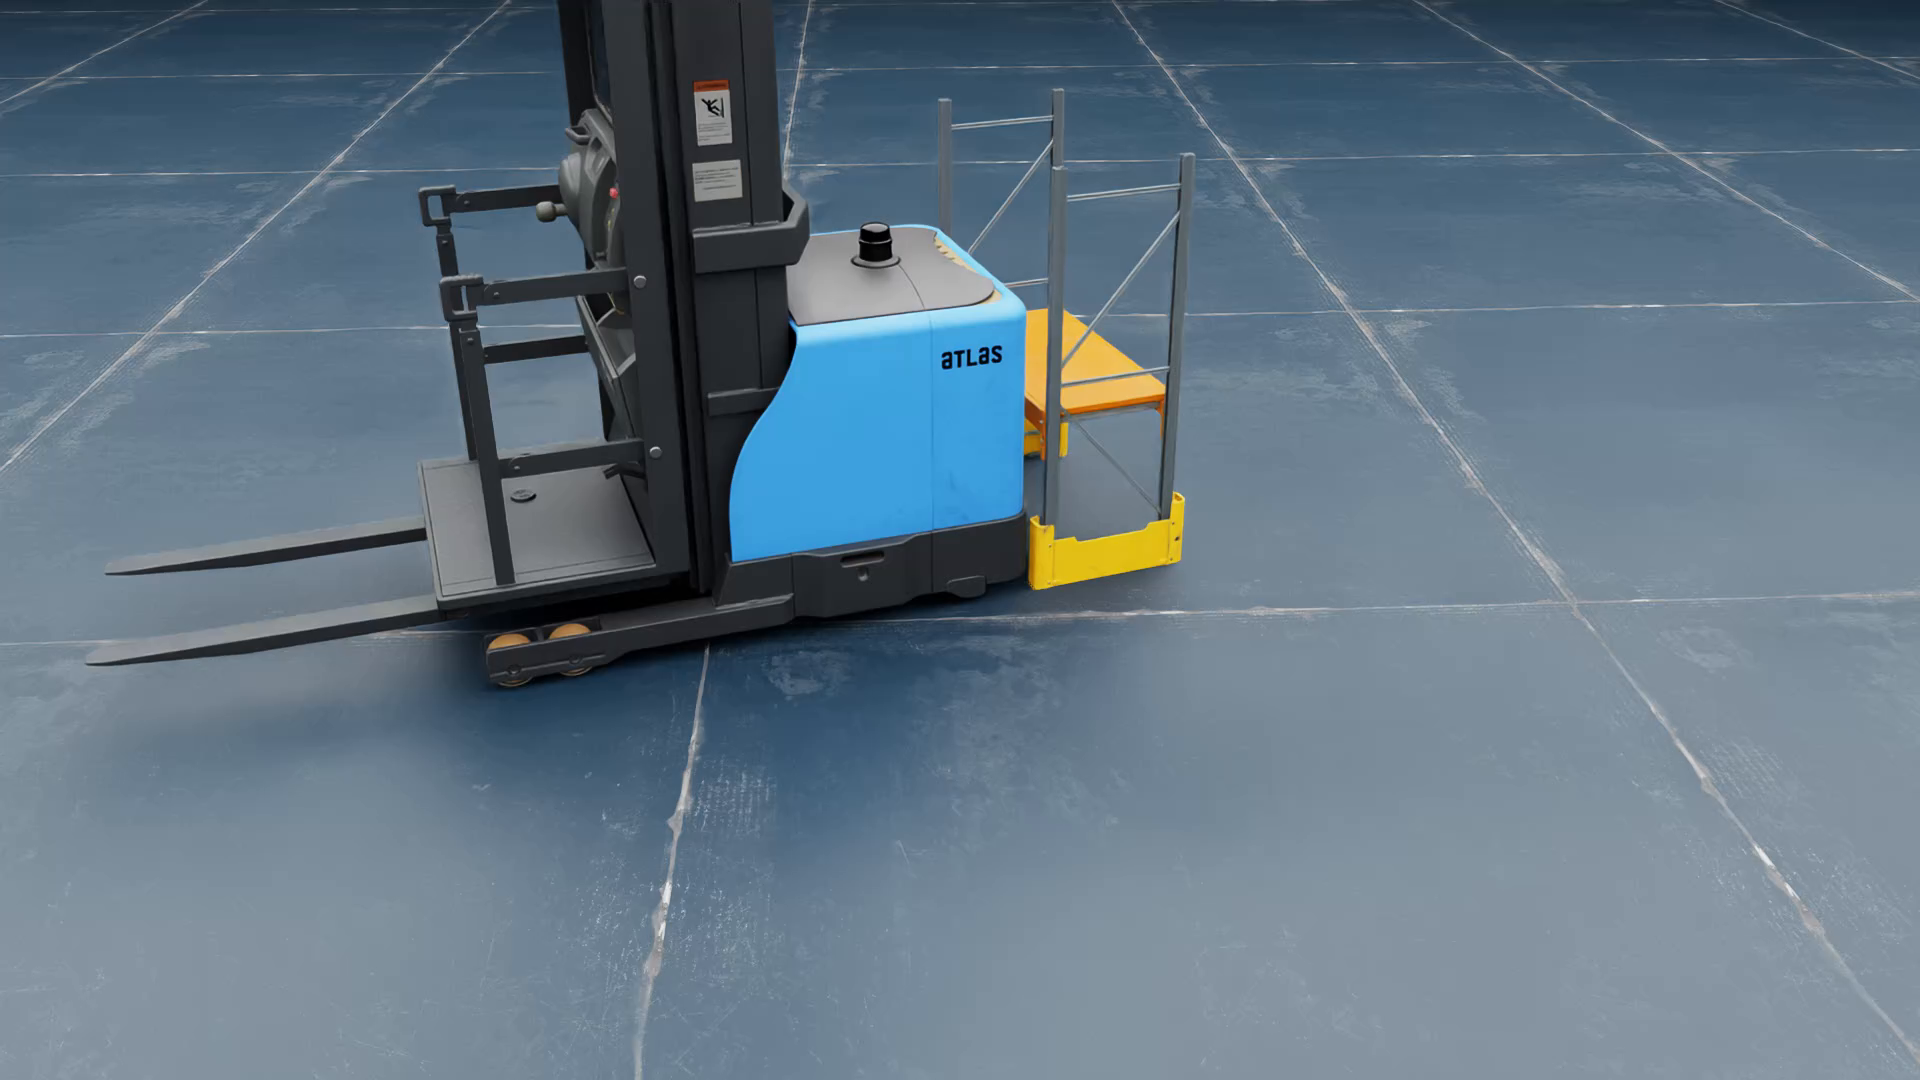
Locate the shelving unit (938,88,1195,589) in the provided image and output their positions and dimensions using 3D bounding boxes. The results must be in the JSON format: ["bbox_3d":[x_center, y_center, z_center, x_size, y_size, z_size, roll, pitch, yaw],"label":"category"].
[{"bbox_3d":[0.346,-0.768,6.101,0.587,1.500,1.083,-10,29,-19],"label":"shelving unit"}]

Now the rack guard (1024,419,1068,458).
[{"bbox_3d":[0.163,-0.429,6.801,0.587,0.250,0.087,-10,29,-19],"label":"rack guard"}]

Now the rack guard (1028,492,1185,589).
[{"bbox_3d":[0.528,0.000,5.980,0.587,0.250,0.087,-10,29,-19],"label":"rack guard"}]

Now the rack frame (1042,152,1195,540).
[{"bbox_3d":[0.529,-0.554,5.689,0.500,1.500,0.032,-10,29,-19],"label":"rack frame"}]

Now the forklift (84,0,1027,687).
[{"bbox_3d":[-1.341,-1.104,5.196,3.031,2.935,1.130,-9,29,-17],"label":"forklift"}]

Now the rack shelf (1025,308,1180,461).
[{"bbox_3d":[0.342,-0.613,6.192,0.538,0.185,1.000,-10,29,-19],"label":"rack shelf"}]

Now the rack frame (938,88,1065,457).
[{"bbox_3d":[0.156,-0.991,6.528,0.500,1.500,0.032,-10,29,-19],"label":"rack frame"}]
